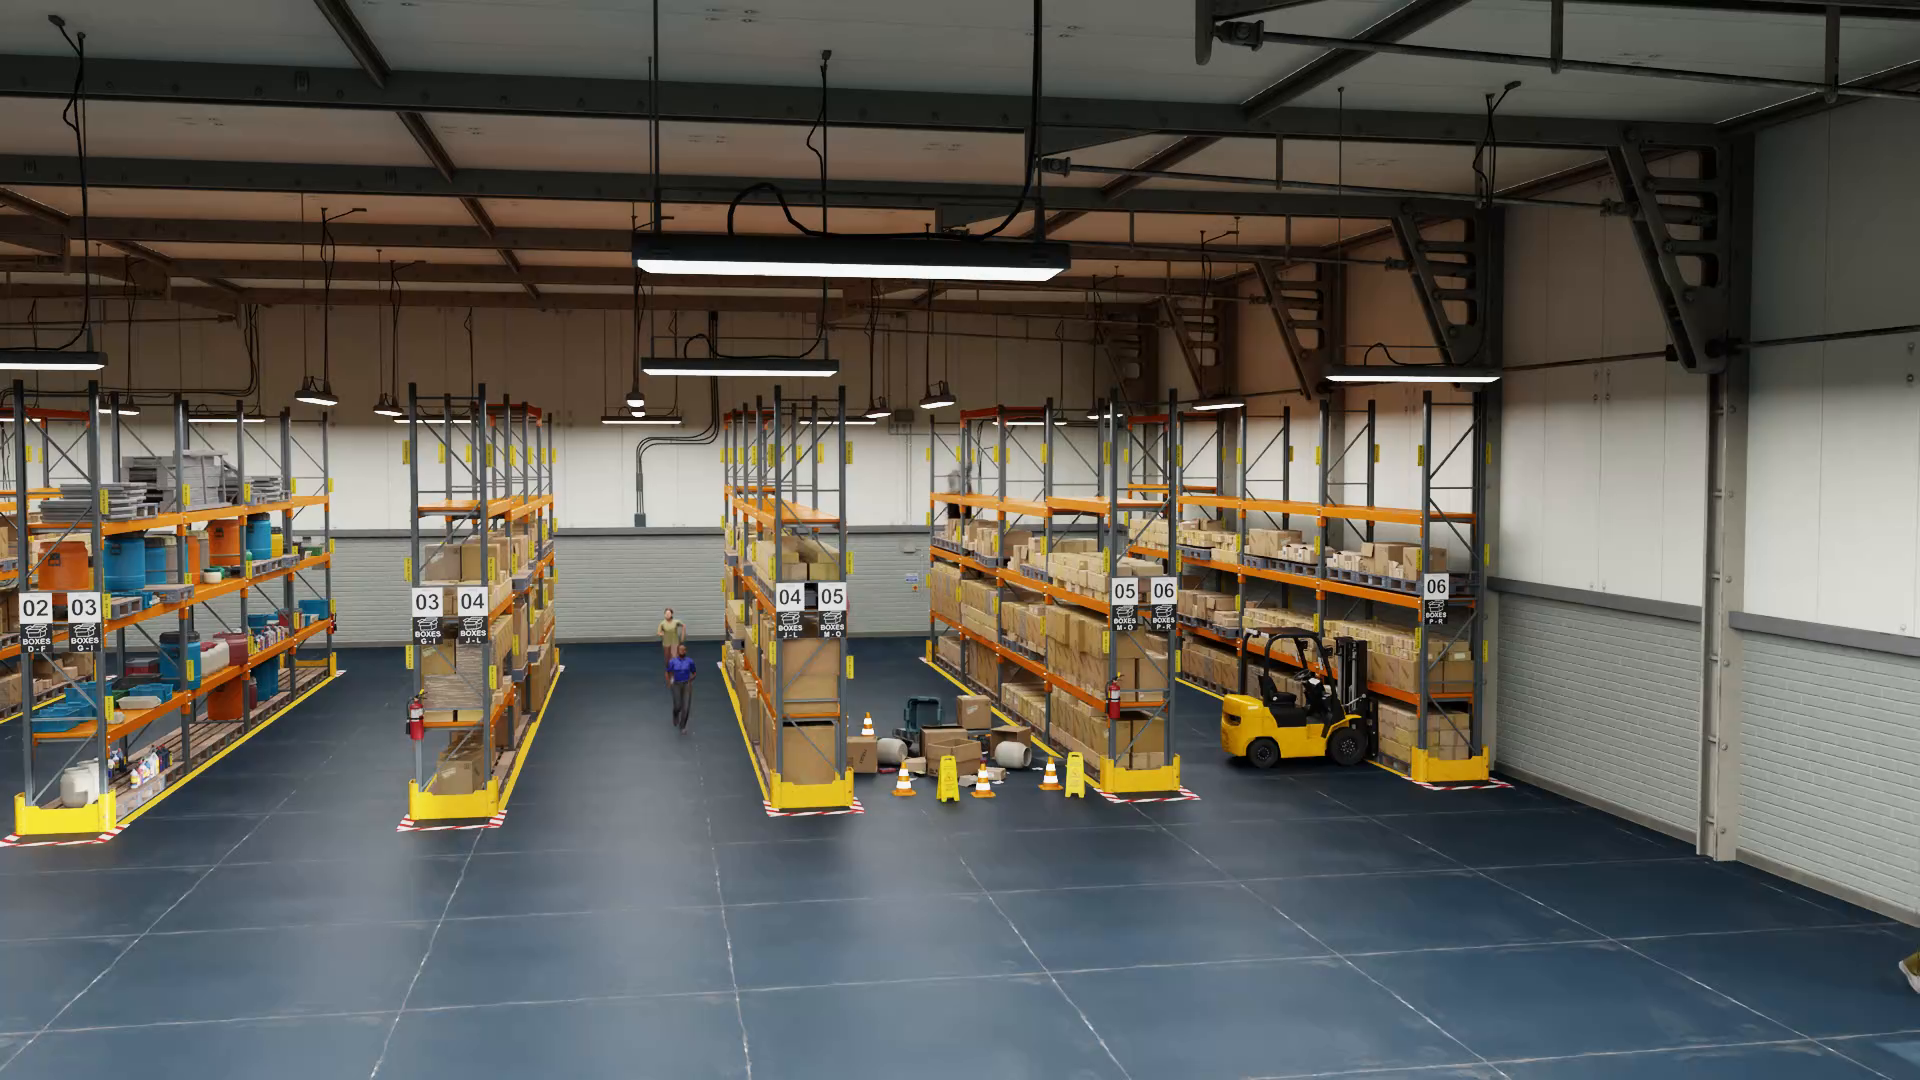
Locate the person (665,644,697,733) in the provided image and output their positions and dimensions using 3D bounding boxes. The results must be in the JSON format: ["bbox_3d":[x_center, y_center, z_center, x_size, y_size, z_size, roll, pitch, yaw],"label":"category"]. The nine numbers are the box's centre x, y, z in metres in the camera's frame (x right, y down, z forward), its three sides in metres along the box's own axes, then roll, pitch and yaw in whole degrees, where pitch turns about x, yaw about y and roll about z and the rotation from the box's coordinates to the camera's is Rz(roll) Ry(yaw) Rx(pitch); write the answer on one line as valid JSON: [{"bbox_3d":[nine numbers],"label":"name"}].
[{"bbox_3d":[-5.018,2.683,29.993,0.574,1.612,0.558,-1,3,-16],"label":"person"}]

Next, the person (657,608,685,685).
[{"bbox_3d":[-6.323,2.325,36.395,0.582,1.667,0.843,0,3,-2],"label":"person"}]

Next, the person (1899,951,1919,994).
[{"bbox_3d":[9.046,3.345,15.096,0.734,1.799,0.933,-2,3,-28],"label":"person"}]
